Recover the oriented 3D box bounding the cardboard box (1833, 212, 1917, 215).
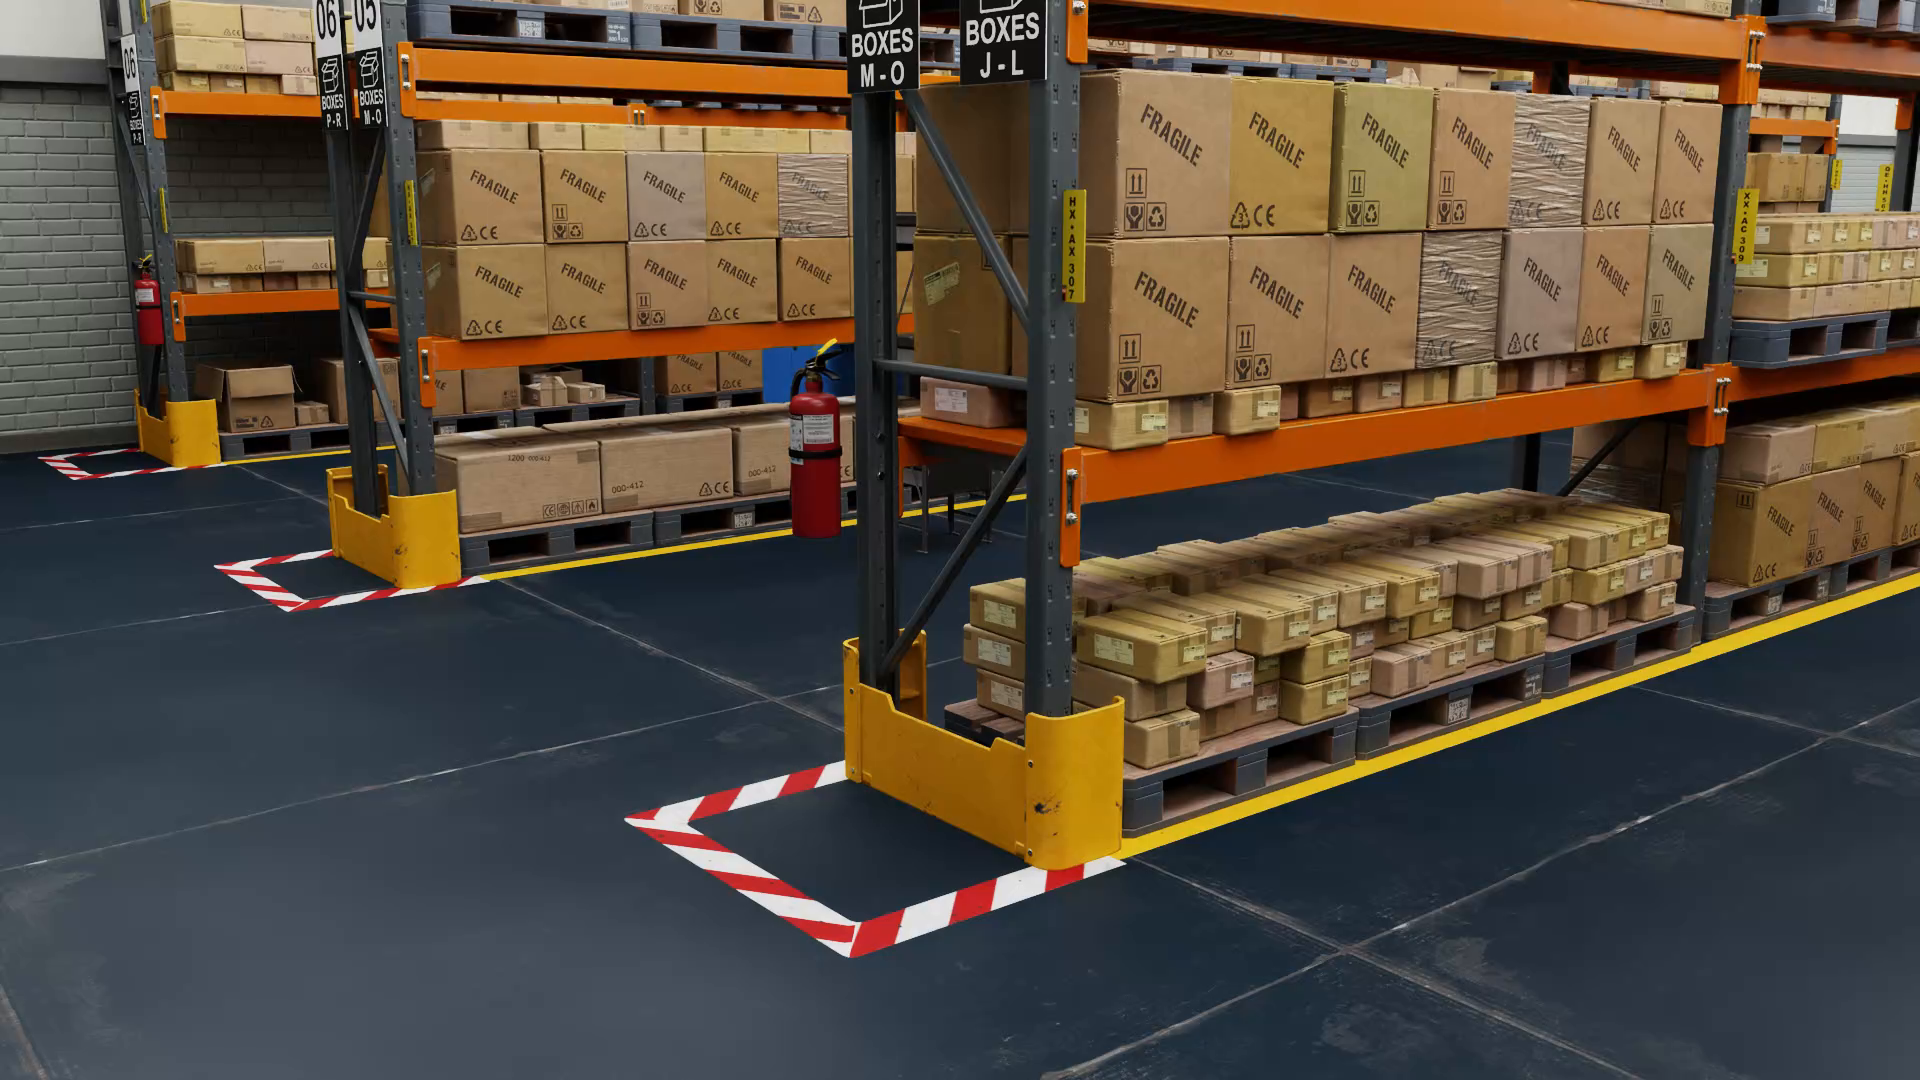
[{"bbox_3d":[5.356,-1.845,9.756,0.250,0.149,0.380,-10,15,-38],"label":"cardboard box"}]

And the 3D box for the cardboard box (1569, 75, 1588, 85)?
[{"bbox_3d":[5.429,-4.310,15.334,0.500,0.250,0.500,-9,15,-37],"label":"cardboard box"}]

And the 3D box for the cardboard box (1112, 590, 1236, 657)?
[{"bbox_3d":[0.755,0.302,5.906,0.250,0.149,0.380,-9,15,-37],"label":"cardboard box"}]

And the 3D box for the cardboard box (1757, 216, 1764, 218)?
[{"bbox_3d":[3.926,-1.607,8.635,0.250,0.149,0.380,-9,15,-38],"label":"cardboard box"}]

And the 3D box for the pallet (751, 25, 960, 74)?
[{"bbox_3d":[-0.700,-3.156,10.763,1.213,0.211,1.003,-9,15,-38],"label":"pallet"}]

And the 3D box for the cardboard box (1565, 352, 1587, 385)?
[{"bbox_3d":[2.417,-0.751,7.048,0.250,0.149,0.380,-10,16,-39],"label":"cardboard box"}]

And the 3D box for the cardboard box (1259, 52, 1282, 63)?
[{"bbox_3d":[2.212,-3.727,12.552,0.258,0.266,0.396,-10,16,-39],"label":"cardboard box"}]

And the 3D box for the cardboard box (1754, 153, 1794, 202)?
[{"bbox_3d":[8.320,-3.828,17.573,0.500,0.500,0.700,-10,15,-38],"label":"cardboard box"}]

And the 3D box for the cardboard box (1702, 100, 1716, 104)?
[{"bbox_3d":[7.389,-4.354,16.795,0.250,0.149,0.380,-10,16,-39],"label":"cardboard box"}]

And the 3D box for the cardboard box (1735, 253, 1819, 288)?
[{"bbox_3d":[3.712,-1.252,7.679,0.250,0.149,0.380,-9,15,-37],"label":"cardboard box"}]

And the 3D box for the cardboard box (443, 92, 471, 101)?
[{"bbox_3d":[-4.277,-3.732,13.865,0.250,0.149,0.380,-9,15,-37],"label":"cardboard box"}]

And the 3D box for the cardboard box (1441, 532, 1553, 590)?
[{"bbox_3d":[2.232,0.084,6.934,0.250,0.149,0.380,-10,16,-40],"label":"cardboard box"}]

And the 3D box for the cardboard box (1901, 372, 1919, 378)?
[{"bbox_3d":[6.772,-0.736,10.776,0.750,0.750,1.050,-10,15,-38],"label":"cardboard box"}]

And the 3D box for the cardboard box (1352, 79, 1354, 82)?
[{"bbox_3d":[4.676,-5.687,20.969,0.637,0.503,0.797,-9,15,-36],"label":"cardboard box"}]

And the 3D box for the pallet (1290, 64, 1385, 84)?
[{"bbox_3d":[2.600,-3.639,13.276,1.003,0.211,1.213,-9,15,-35],"label":"pallet"}]

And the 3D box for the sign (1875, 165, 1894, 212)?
[{"bbox_3d":[5.891,-2.222,10.584,0.005,0.325,0.100,-9,15,-38],"label":"sign"}]

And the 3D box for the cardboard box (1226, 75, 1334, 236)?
[{"bbox_3d":[0.900,-1.293,5.634,0.500,0.500,0.500,-9,15,-36],"label":"cardboard box"}]

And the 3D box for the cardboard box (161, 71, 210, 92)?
[{"bbox_3d":[-5.887,-3.470,12.634,0.250,0.149,0.380,-9,15,-36],"label":"cardboard box"}]

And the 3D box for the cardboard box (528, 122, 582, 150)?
[{"bbox_3d":[-2.293,-2.235,9.223,0.250,0.149,0.380,-9,15,-36],"label":"cardboard box"}]

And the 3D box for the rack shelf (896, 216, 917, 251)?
[{"bbox_3d":[-0.129,-1.677,9.667,0.480,0.518,0.431,-9,15,-38],"label":"rack shelf"}]

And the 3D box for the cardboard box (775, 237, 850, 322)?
[{"bbox_3d":[-1.038,-1.649,10.431,0.500,0.500,0.500,-10,15,-38],"label":"cardboard box"}]

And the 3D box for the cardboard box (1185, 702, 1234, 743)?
[{"bbox_3d":[0.756,0.598,5.945,0.250,0.149,0.380,-10,15,-38],"label":"cardboard box"}]

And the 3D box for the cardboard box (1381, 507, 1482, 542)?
[{"bbox_3d":[2.110,-0.033,7.485,0.250,0.149,0.380,-10,16,-39],"label":"cardboard box"}]

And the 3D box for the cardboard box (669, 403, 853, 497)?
[{"bbox_3d":[-1.310,-0.609,10.931,0.875,0.438,0.875,-10,16,-39],"label":"cardboard box"}]

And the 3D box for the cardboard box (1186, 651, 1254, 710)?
[{"bbox_3d":[0.812,0.463,5.864,0.250,0.149,0.380,-10,15,-38],"label":"cardboard box"}]

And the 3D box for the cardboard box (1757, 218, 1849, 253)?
[{"bbox_3d":[3.926,-1.434,7.824,0.250,0.149,0.380,-9,15,-36],"label":"cardboard box"}]

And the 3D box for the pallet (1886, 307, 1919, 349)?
[{"bbox_3d":[4.720,-1.209,9.062,1.213,0.211,1.003,-9,15,-38],"label":"pallet"}]

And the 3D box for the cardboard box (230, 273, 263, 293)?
[{"bbox_3d":[-5.684,-2.038,13.111,0.250,0.149,0.380,-9,15,-36],"label":"cardboard box"}]

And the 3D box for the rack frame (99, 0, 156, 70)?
[{"bbox_3d":[-6.281,-5.057,12.279,0.127,3.000,1.000,-9,15,-38],"label":"rack frame"}]

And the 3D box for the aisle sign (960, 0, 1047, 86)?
[{"bbox_3d":[0.124,-1.742,4.850,0.004,0.787,0.394,-9,15,-38],"label":"aisle sign"}]

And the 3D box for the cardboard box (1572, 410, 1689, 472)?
[{"bbox_3d":[3.541,-0.534,8.625,0.500,0.250,0.500,-10,16,-39],"label":"cardboard box"}]

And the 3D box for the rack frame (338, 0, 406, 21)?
[{"bbox_3d":[-3.178,-4.252,8.490,0.127,3.000,1.000,-9,15,-38],"label":"rack frame"}]

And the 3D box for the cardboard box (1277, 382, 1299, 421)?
[{"bbox_3d":[0.985,-0.516,5.942,0.250,0.149,0.380,-9,15,-35],"label":"cardboard box"}]

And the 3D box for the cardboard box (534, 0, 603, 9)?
[{"bbox_3d":[-2.184,-3.020,9.263,0.250,0.149,0.380,-9,15,-36],"label":"cardboard box"}]

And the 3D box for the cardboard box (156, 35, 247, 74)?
[{"bbox_3d":[-5.764,-3.675,12.638,0.500,0.250,0.500,-10,15,-38],"label":"cardboard box"}]

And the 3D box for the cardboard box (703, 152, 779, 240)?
[{"bbox_3d":[-1.440,-2.073,10.022,0.500,0.500,0.500,-9,15,-37],"label":"cardboard box"}]

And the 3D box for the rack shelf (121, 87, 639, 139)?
[{"bbox_3d":[-4.720,-3.497,13.888,4.000,0.370,1.077,-9,15,-38],"label":"rack shelf"}]

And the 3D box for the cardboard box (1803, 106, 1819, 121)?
[{"bbox_3d":[9.038,-4.609,17.996,0.250,0.149,0.380,-9,15,-37],"label":"cardboard box"}]

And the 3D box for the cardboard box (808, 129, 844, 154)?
[{"bbox_3d":[-0.930,-2.479,10.373,0.250,0.149,0.380,-10,15,-38],"label":"cardboard box"}]

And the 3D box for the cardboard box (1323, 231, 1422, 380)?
[{"bbox_3d":[1.309,-0.871,6.052,0.500,0.500,0.500,-9,15,-37],"label":"cardboard box"}]

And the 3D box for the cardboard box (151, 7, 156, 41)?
[{"bbox_3d":[-6.109,-4.009,13.008,0.500,0.250,0.500,-10,16,-39],"label":"cardboard box"}]

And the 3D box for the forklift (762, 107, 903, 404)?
[{"bbox_3d":[-0.098,-2.217,13.513,3.031,2.935,1.130,-9,15,-36],"label":"forklift"}]

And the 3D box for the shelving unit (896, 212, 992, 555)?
[{"bbox_3d":[-0.129,-1.006,9.810,0.503,2.100,0.431,-9,15,-38],"label":"shelving unit"}]

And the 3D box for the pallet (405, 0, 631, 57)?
[{"bbox_3d":[-2.605,-2.840,9.272,1.213,0.211,1.003,-9,15,-38],"label":"pallet"}]

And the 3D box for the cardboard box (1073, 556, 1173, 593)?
[{"bbox_3d":[0.604,0.183,6.467,0.250,0.149,0.380,-10,15,-39],"label":"cardboard box"}]

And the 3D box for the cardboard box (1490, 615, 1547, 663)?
[{"bbox_3d":[2.215,0.382,6.958,0.250,0.149,0.380,-9,15,-38],"label":"cardboard box"}]

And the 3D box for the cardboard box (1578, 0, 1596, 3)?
[{"bbox_3d":[2.109,-2.205,6.429,0.500,0.250,0.500,-10,15,-38],"label":"cardboard box"}]

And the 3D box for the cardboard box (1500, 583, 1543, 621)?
[{"bbox_3d":[2.224,0.217,7.024,0.250,0.149,0.380,-9,15,-36],"label":"cardboard box"}]

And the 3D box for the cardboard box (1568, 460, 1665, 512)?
[{"bbox_3d":[3.538,-0.167,8.699,0.500,0.500,0.500,-10,15,-39],"label":"cardboard box"}]

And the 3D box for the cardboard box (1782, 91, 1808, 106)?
[{"bbox_3d":[8.683,-4.760,17.749,0.500,0.250,0.500,-10,15,-38],"label":"cardboard box"}]

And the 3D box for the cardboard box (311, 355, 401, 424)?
[{"bbox_3d":[-5.053,-1.274,13.912,0.500,0.500,0.700,-9,15,-35],"label":"cardboard box"}]

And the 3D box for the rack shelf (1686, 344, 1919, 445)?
[{"bbox_3d":[4.679,-0.955,9.135,4.000,0.370,1.077,-9,15,-38],"label":"rack shelf"}]

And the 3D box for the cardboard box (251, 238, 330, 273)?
[{"bbox_3d":[-5.365,-2.275,13.267,0.500,0.250,0.500,-9,15,-37],"label":"cardboard box"}]
